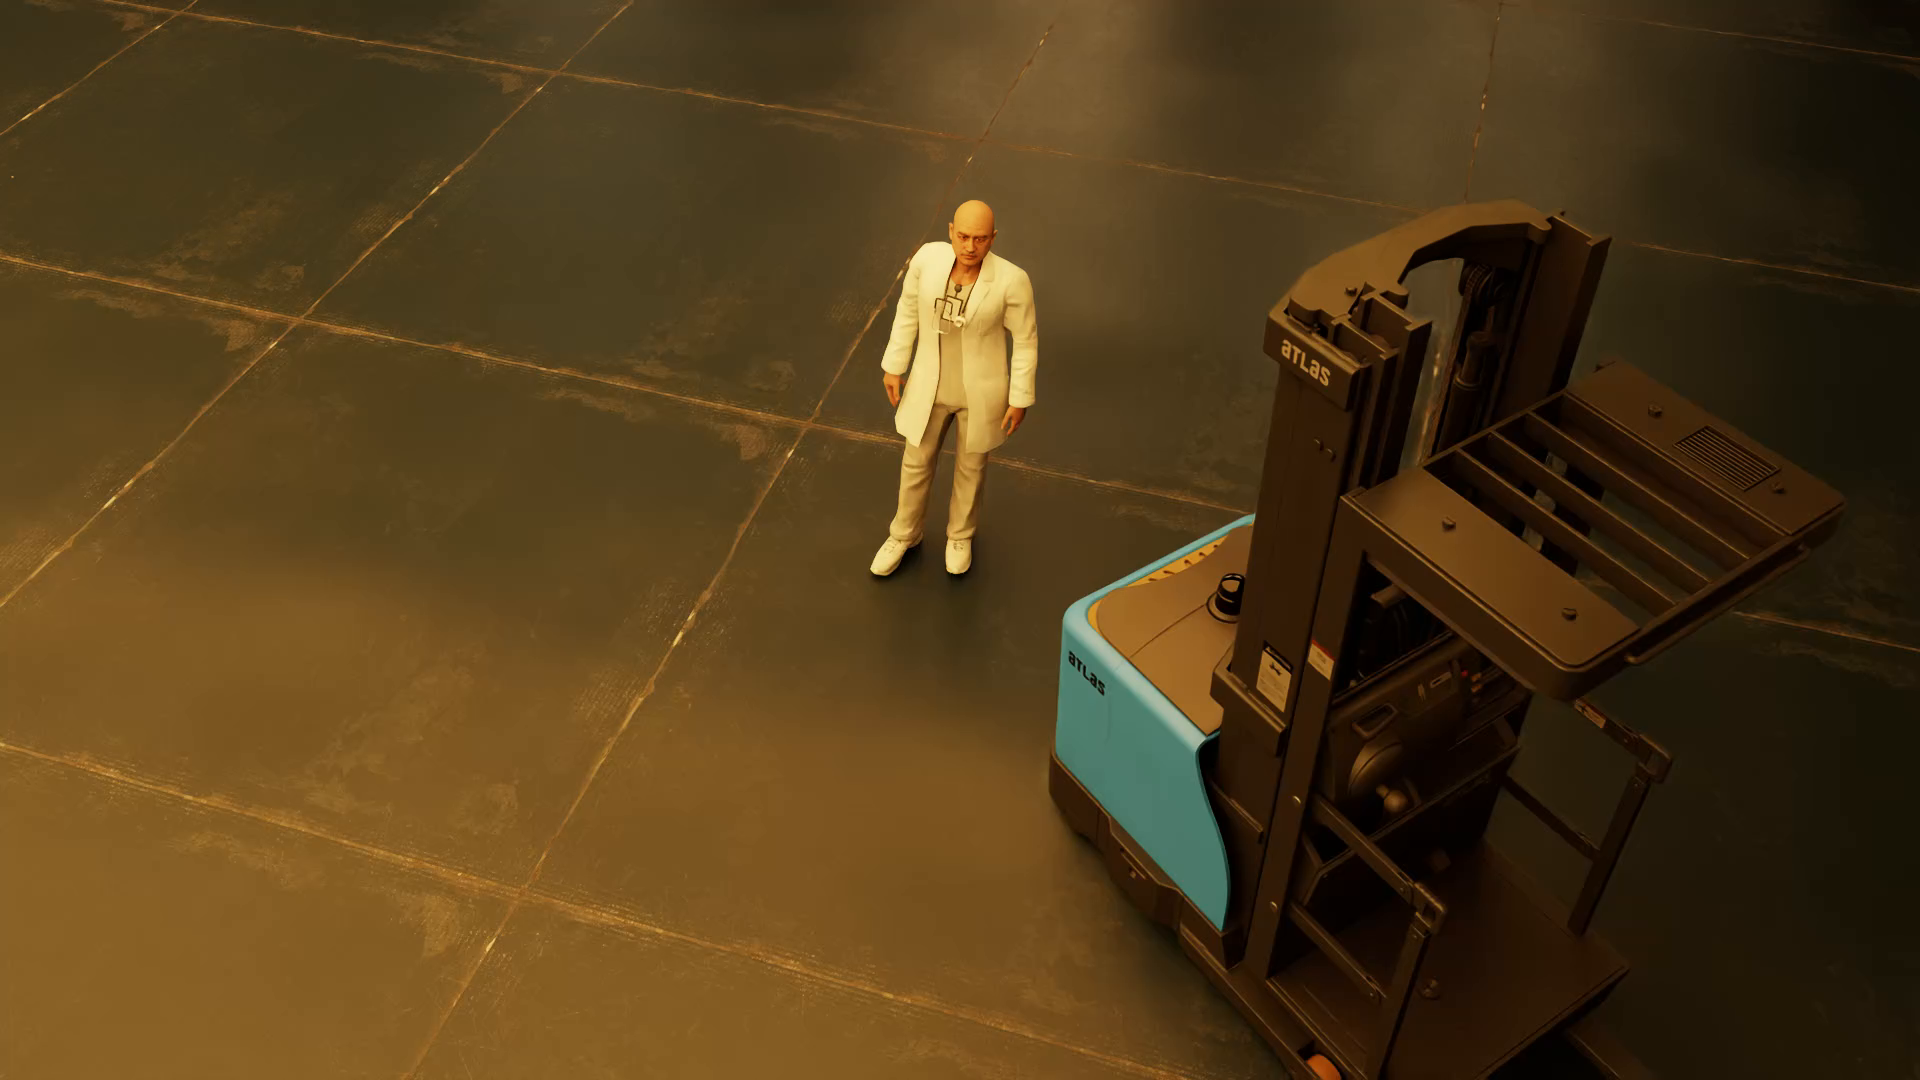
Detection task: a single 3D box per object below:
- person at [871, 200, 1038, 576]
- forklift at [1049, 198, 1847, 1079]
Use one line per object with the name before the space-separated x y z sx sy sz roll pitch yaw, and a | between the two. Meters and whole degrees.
person | -0.031 -0.597 7.167 0.696 1.777 0.578 12 44 13
forklift | 1.604 0.601 5.043 1.130 2.935 3.031 -25 48 -25
